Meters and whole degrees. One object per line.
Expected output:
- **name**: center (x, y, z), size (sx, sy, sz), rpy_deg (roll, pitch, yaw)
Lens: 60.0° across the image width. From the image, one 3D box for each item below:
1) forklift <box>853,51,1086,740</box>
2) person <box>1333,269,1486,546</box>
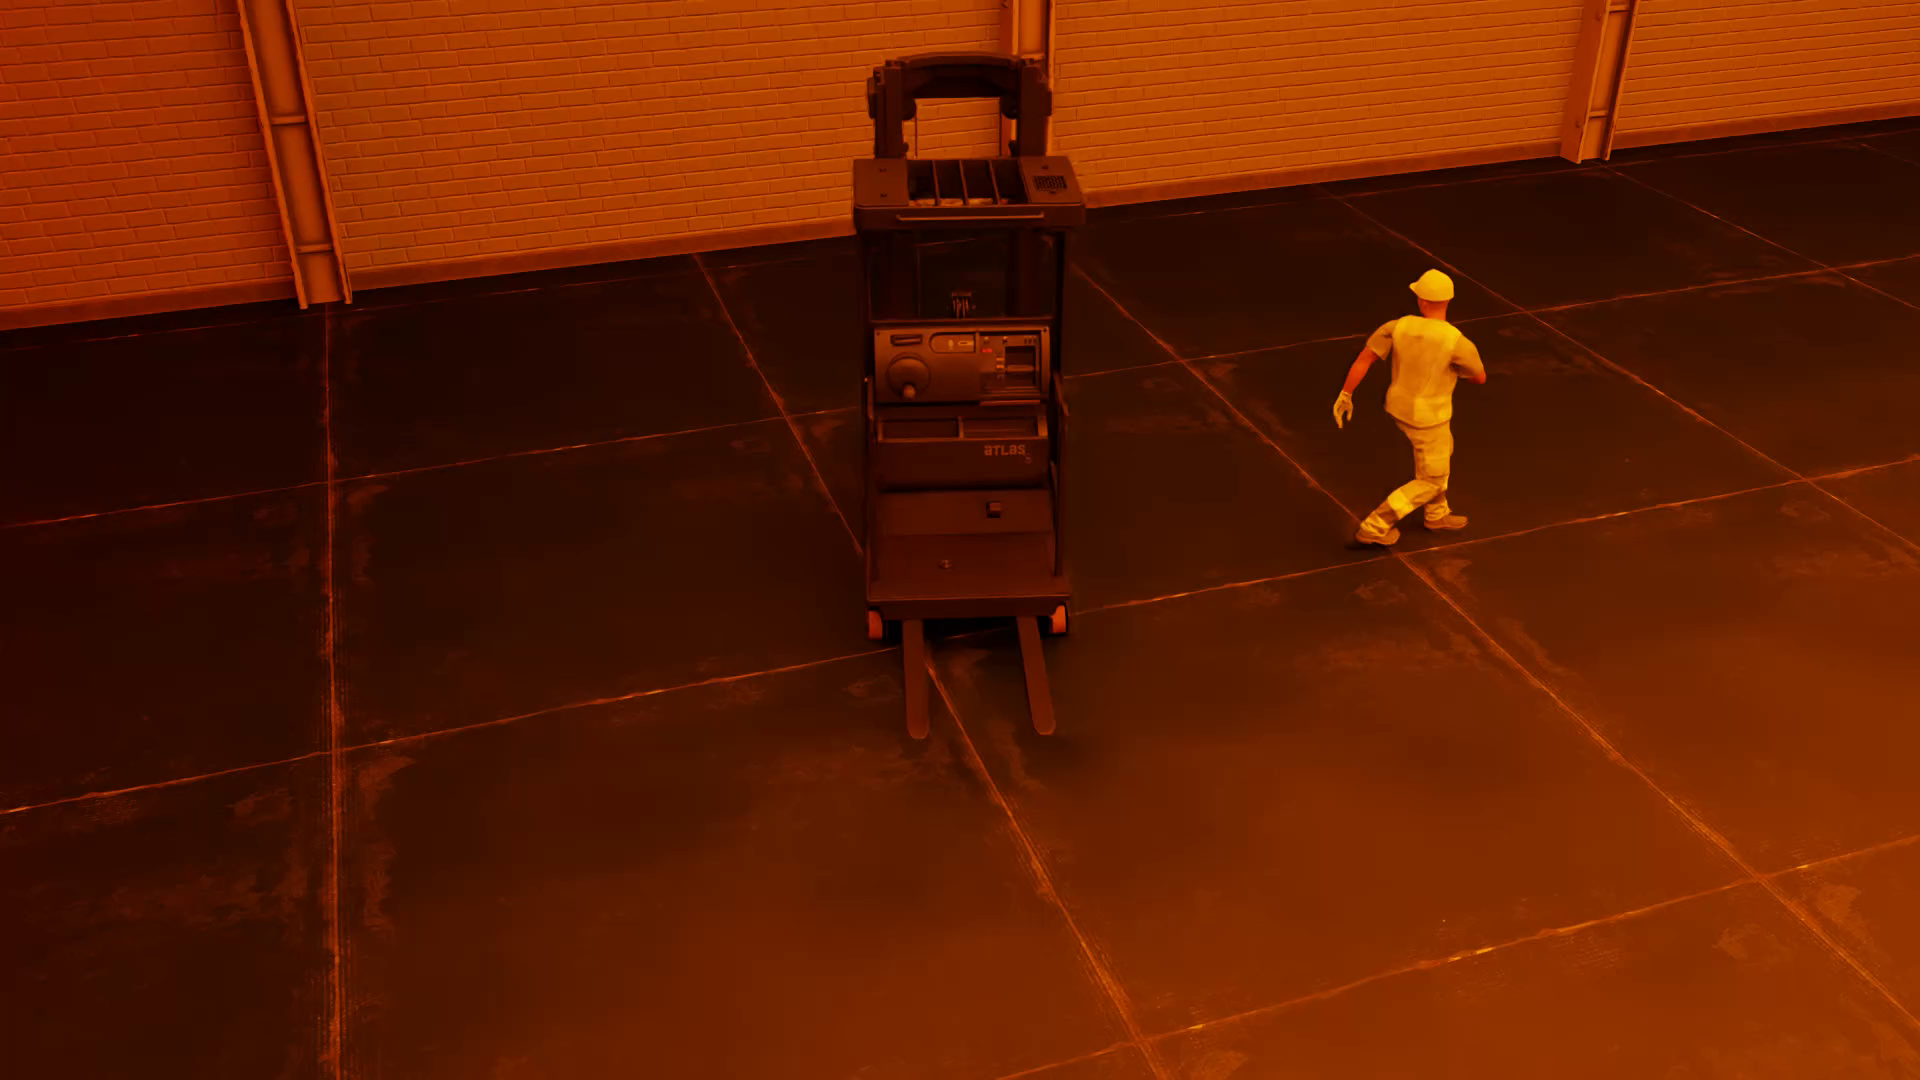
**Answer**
- **forklift**: center (0.025, -0.892, 8.637), size (1.130, 2.935, 3.031), rpy_deg (-2, 30, -3)
- **person**: center (2.679, -0.755, 9.671), size (0.933, 1.698, 0.569), rpy_deg (-16, 33, -25)
